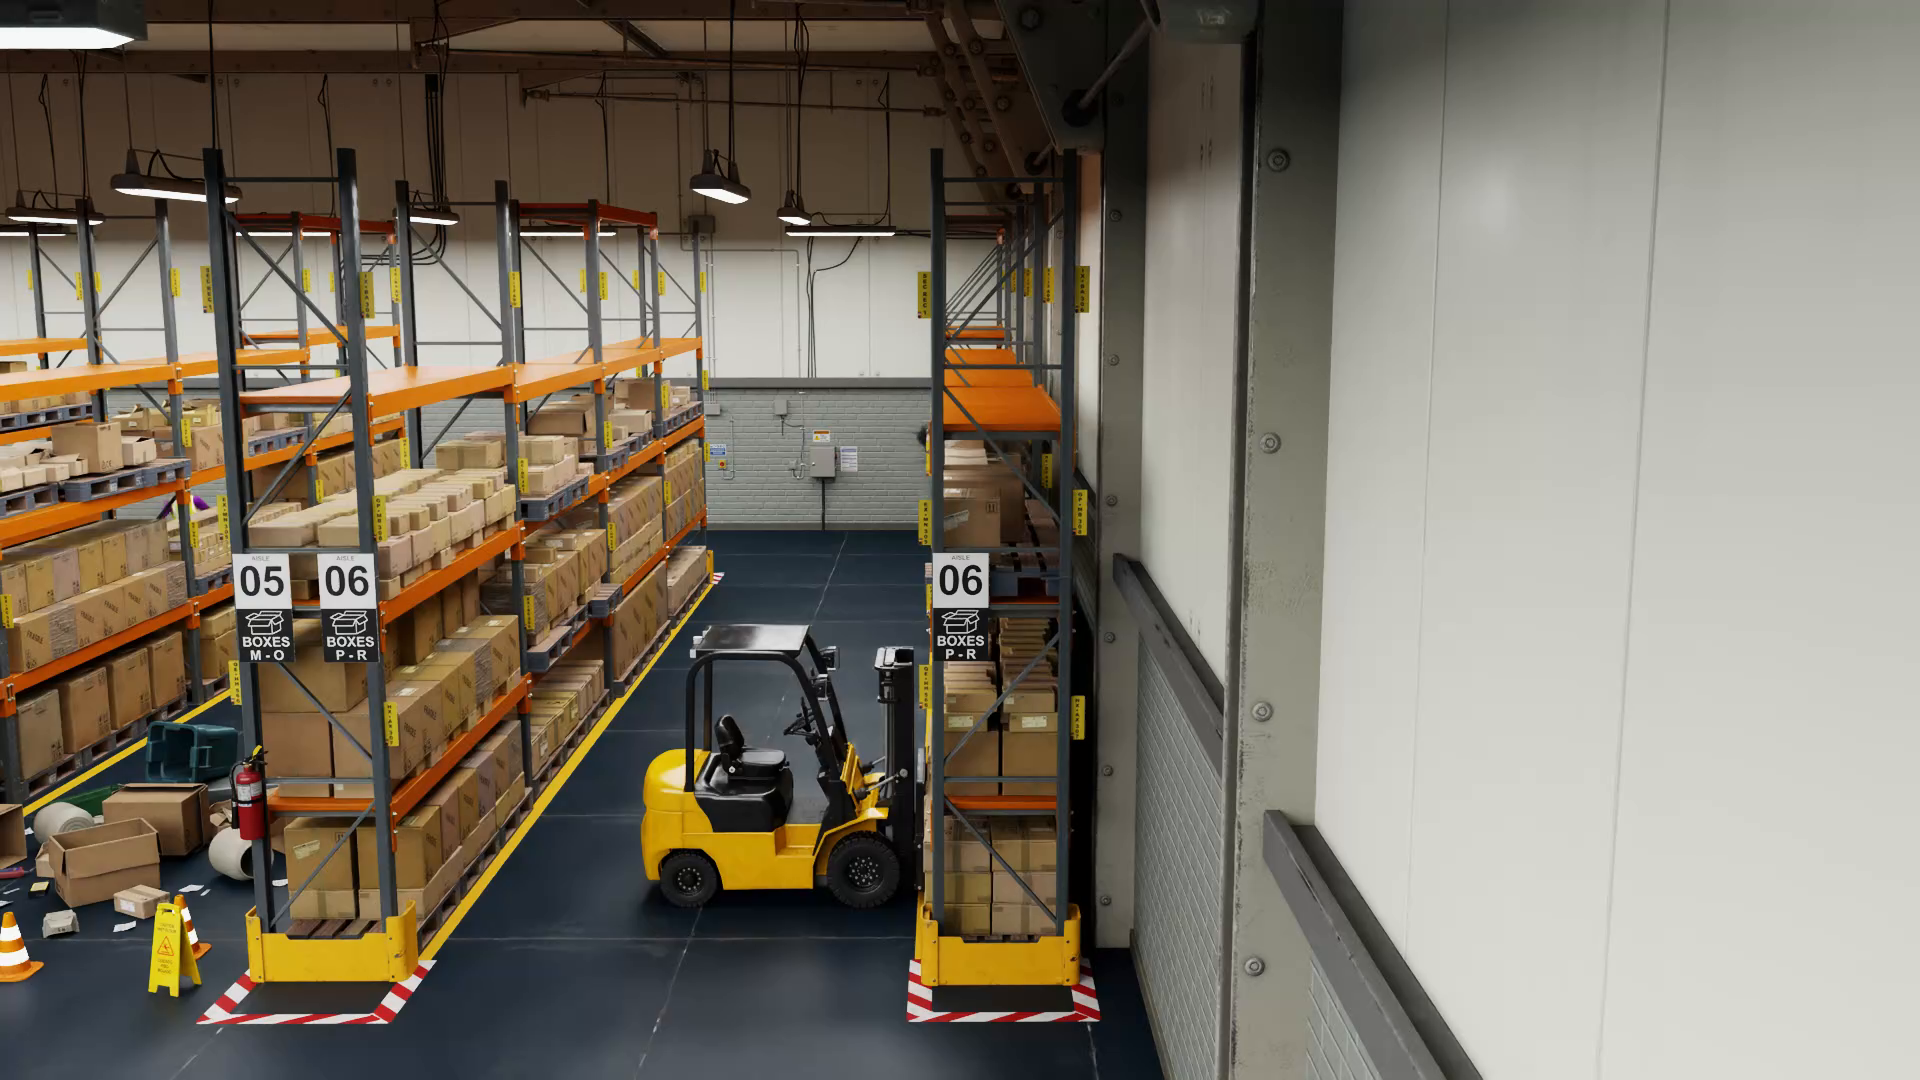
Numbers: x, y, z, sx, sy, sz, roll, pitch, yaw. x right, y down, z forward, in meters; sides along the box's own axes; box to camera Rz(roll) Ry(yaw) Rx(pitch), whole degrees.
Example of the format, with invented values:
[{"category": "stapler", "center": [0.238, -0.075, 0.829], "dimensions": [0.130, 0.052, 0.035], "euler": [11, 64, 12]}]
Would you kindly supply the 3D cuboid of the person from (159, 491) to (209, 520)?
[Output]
[{"category": "person", "center": [-12.941, -0.127, 27.822], "dimensions": [0.798, 1.746, 0.805], "euler": [-5, 10, -27]}]
